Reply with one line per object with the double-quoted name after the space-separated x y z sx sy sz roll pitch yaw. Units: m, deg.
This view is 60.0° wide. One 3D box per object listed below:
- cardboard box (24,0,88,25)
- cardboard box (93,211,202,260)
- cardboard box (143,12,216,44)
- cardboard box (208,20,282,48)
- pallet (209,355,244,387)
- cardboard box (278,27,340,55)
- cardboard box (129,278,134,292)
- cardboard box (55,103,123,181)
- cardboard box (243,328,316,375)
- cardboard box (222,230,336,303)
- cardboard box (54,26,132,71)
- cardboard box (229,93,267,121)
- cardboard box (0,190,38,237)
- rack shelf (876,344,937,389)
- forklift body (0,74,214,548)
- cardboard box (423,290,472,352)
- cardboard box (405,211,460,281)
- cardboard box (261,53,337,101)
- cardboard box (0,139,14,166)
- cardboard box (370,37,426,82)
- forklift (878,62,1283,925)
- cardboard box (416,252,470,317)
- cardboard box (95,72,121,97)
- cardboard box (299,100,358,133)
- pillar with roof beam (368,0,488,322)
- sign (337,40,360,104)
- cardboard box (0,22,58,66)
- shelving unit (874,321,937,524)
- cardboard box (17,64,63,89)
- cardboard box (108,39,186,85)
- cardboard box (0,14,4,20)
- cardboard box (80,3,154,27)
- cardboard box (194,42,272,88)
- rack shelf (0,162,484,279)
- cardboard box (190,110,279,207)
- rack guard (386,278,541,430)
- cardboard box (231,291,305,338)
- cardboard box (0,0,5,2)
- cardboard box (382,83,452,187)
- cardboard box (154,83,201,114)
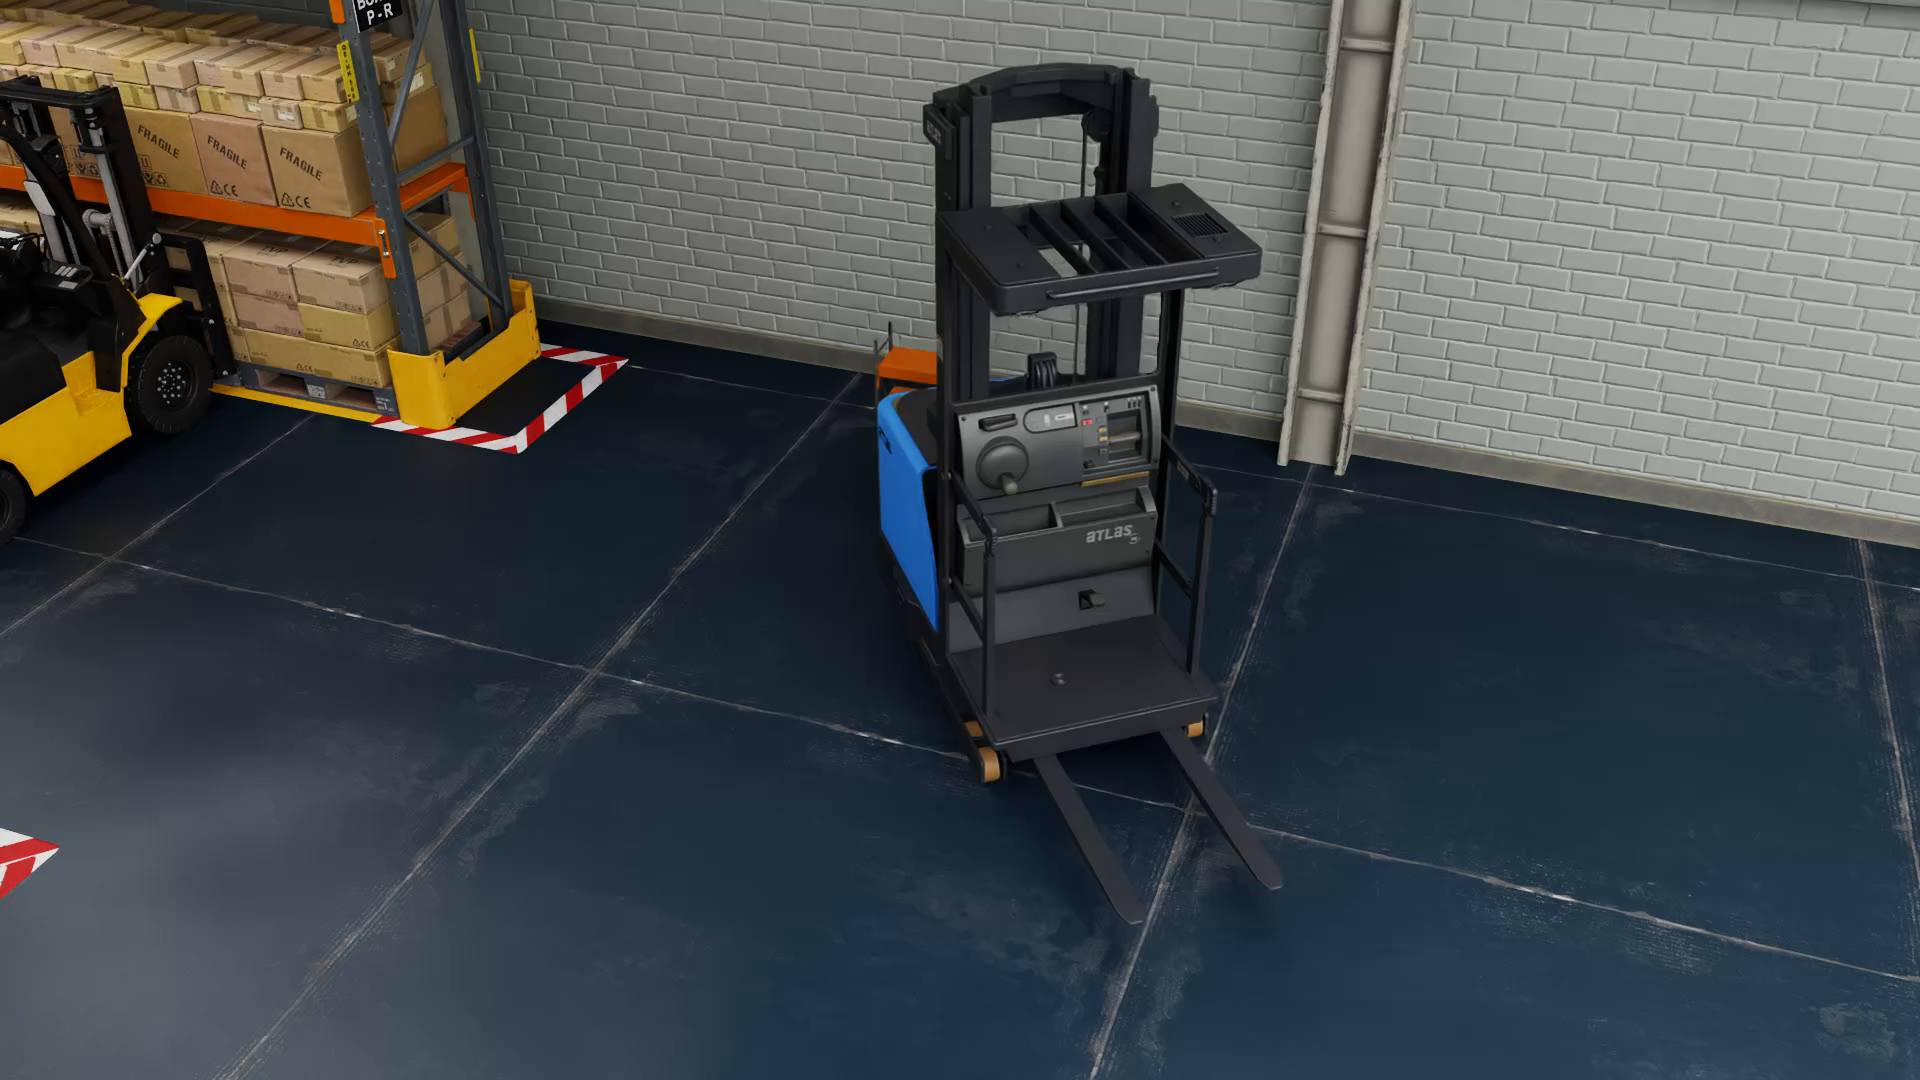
-5.801 -3.409 10.769 0.250 0.149 0.380 10 34 16 "cardboard box"
-5.145 -1.905 10.629 0.500 0.250 0.500 10 34 15 "cardboard box"
-4.861 -3.172 10.401 0.250 0.149 0.380 11 34 17 "cardboard box"
-4.387 -3.069 10.242 0.250 0.149 0.380 12 35 18 "cardboard box"
-5.049 -1.436 11.247 1.213 0.211 1.003 11 34 16 "pallet"
-3.903 -2.981 10.105 0.250 0.149 0.380 12 35 17 "cardboard box"
-5.165 -1.700 10.772 0.500 0.250 0.500 11 34 16 "cardboard box"
-5.167 -2.542 10.298 0.500 0.500 0.500 11 35 17 "cardboard box"
-4.184 -1.306 10.624 0.500 0.250 0.500 11 34 16 "cardboard box"
-4.192 -1.721 10.345 0.500 0.250 0.500 12 35 17 "cardboard box"
-5.256 -2.994 10.126 0.250 0.149 0.380 11 34 17 "cardboard box"
-4.066 -2.610 9.804 0.250 0.149 0.380 12 35 17 "cardboard box"
-6.108 -2.090 10.916 0.500 0.250 0.500 11 34 17 "cardboard box"
-0.171 -0.880 8.751 0.480 0.148 0.258 10 34 15 "rack shelf"
-5.571 -1.323 9.285 1.214 2.155 2.313 11 34 16 "forklift body"
-3.567 -1.475 10.886 0.500 0.250 0.500 11 34 17 "cardboard box"
-3.559 -1.890 10.607 0.500 0.250 0.500 10 34 16 "cardboard box"
-3.821 -2.691 9.656 0.250 0.149 0.380 11 34 17 "cardboard box"
-6.110 -2.737 10.600 0.500 0.500 0.500 12 35 17 "cardboard box"
-3.415 -2.875 9.940 0.250 0.149 0.380 10 34 16 "cardboard box"
0.510 -0.382 7.107 1.130 2.935 3.031 -10 34 -15 "forklift"
-3.543 -1.688 10.754 0.500 0.250 0.500 12 35 17 "cardboard box"
-5.012 -2.813 10.120 0.250 0.149 0.380 11 34 16 "cardboard box"
-3.591 -2.499 9.634 0.250 0.149 0.380 12 35 17 "cardboard box"
-4.974 -3.174 5.838 0.400 9.000 9.100 11 34 16 "pillar with roof beam"
-3.367 -2.576 9.156 0.005 0.325 0.100 11 34 16 "sign"
-5.755 -3.049 10.211 0.250 0.149 0.380 10 34 16 "cardboard box"
-0.171 -0.550 8.964 0.503 1.200 0.258 10 34 15 "shelving unit"
-5.529 -2.869 10.207 0.250 0.149 0.380 10 34 15 "cardboard box"
-4.814 -2.844 9.893 0.250 0.149 0.380 12 35 17 "cardboard box"
-6.216 -3.182 10.417 0.250 0.149 0.380 10 34 16 "cardboard box"
-5.339 -3.281 10.570 0.250 0.149 0.380 11 34 16 "cardboard box"
-4.286 -2.809 9.838 0.250 0.149 0.380 11 35 17 "cardboard box"
-5.053 -2.328 10.722 4.000 0.370 1.077 11 34 16 "rack shelf"
-4.208 -2.362 10.019 0.500 0.500 0.500 12 35 18 "cardboard box"
-3.148 -1.210 10.631 0.348 0.500 1.175 11 34 16 "rack guard"
-4.203 -1.522 10.498 0.500 0.250 0.500 11 34 16 "cardboard box"
-6.311 -3.465 10.854 0.250 0.149 0.380 10 34 15 "cardboard box"
-3.543 -2.539 10.293 0.500 0.500 0.500 12 35 18 "cardboard box"
-4.562 -2.686 9.922 0.250 0.149 0.380 10 34 15 "cardboard box"
